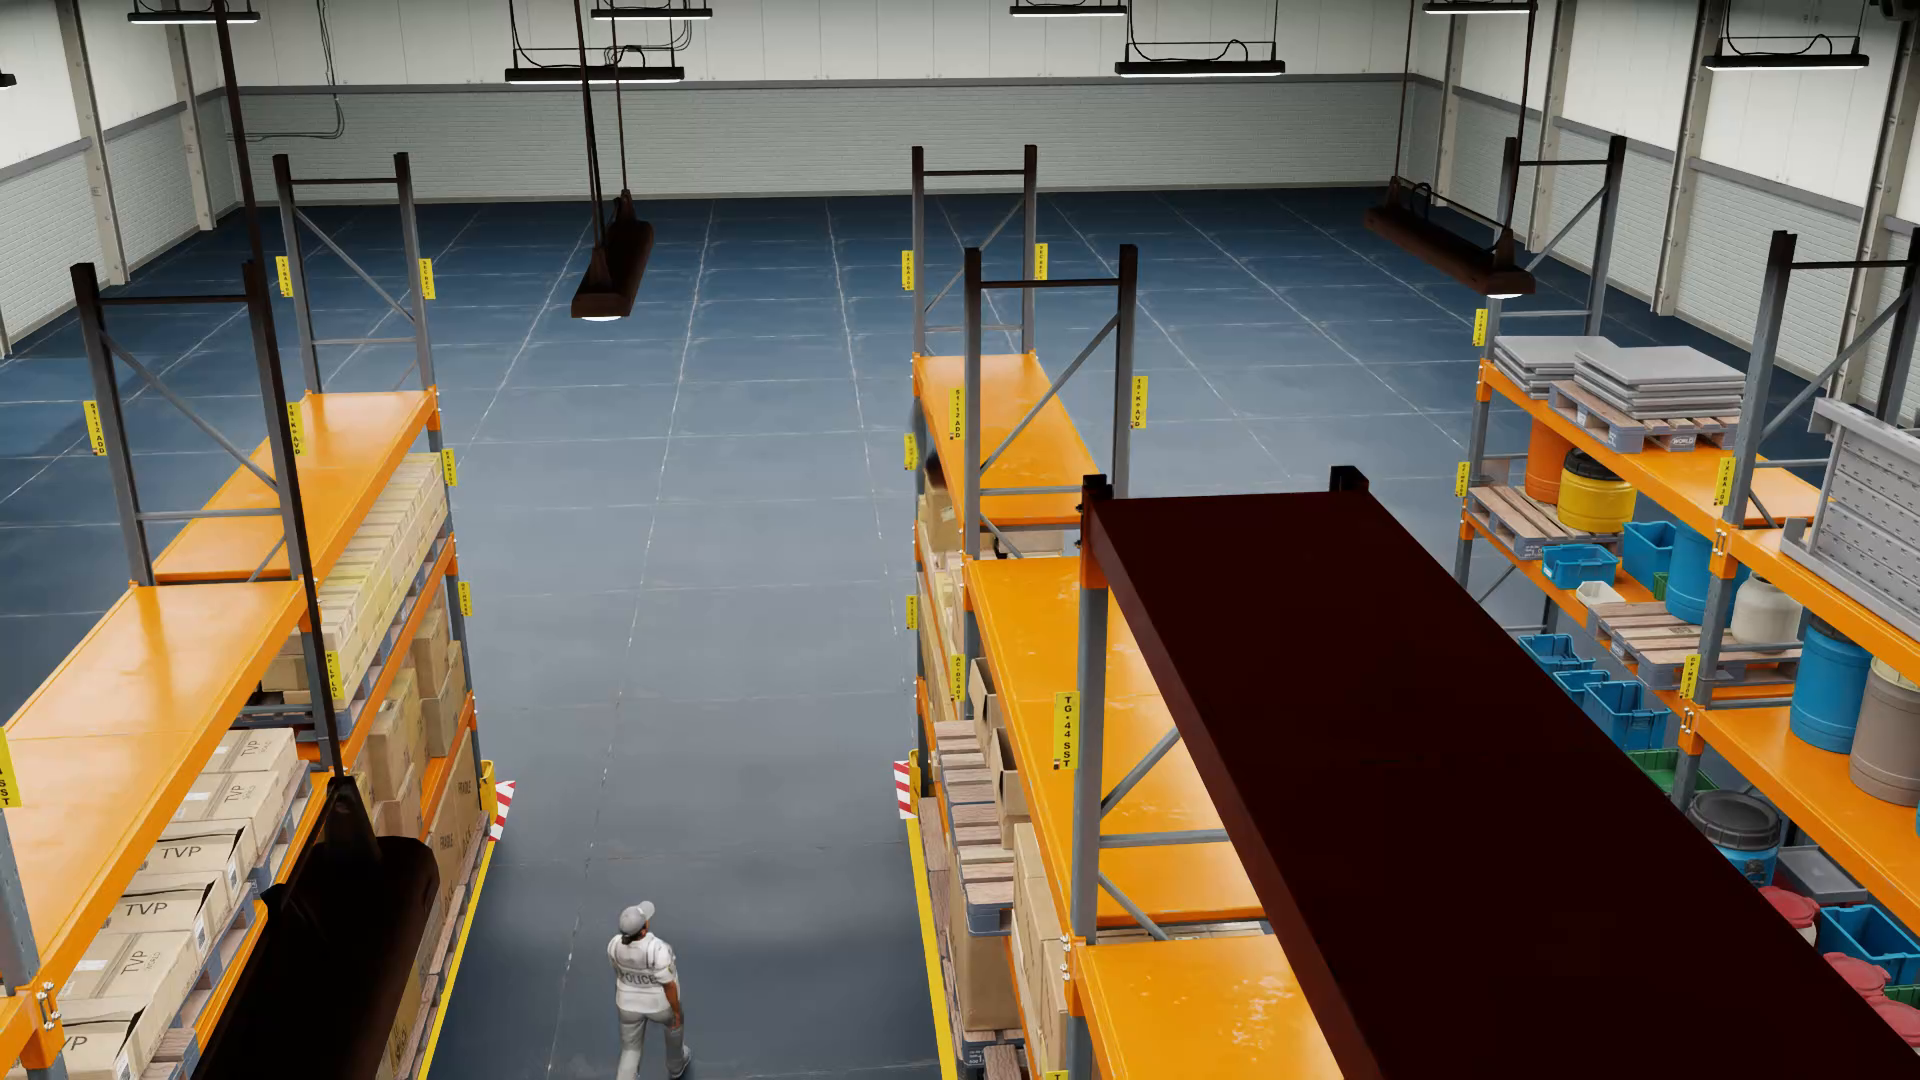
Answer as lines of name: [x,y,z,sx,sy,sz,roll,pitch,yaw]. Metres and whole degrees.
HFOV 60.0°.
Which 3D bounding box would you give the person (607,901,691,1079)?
person: [-2.154,3.169,11.443,0.489,1.601,0.937,1,22,3]
